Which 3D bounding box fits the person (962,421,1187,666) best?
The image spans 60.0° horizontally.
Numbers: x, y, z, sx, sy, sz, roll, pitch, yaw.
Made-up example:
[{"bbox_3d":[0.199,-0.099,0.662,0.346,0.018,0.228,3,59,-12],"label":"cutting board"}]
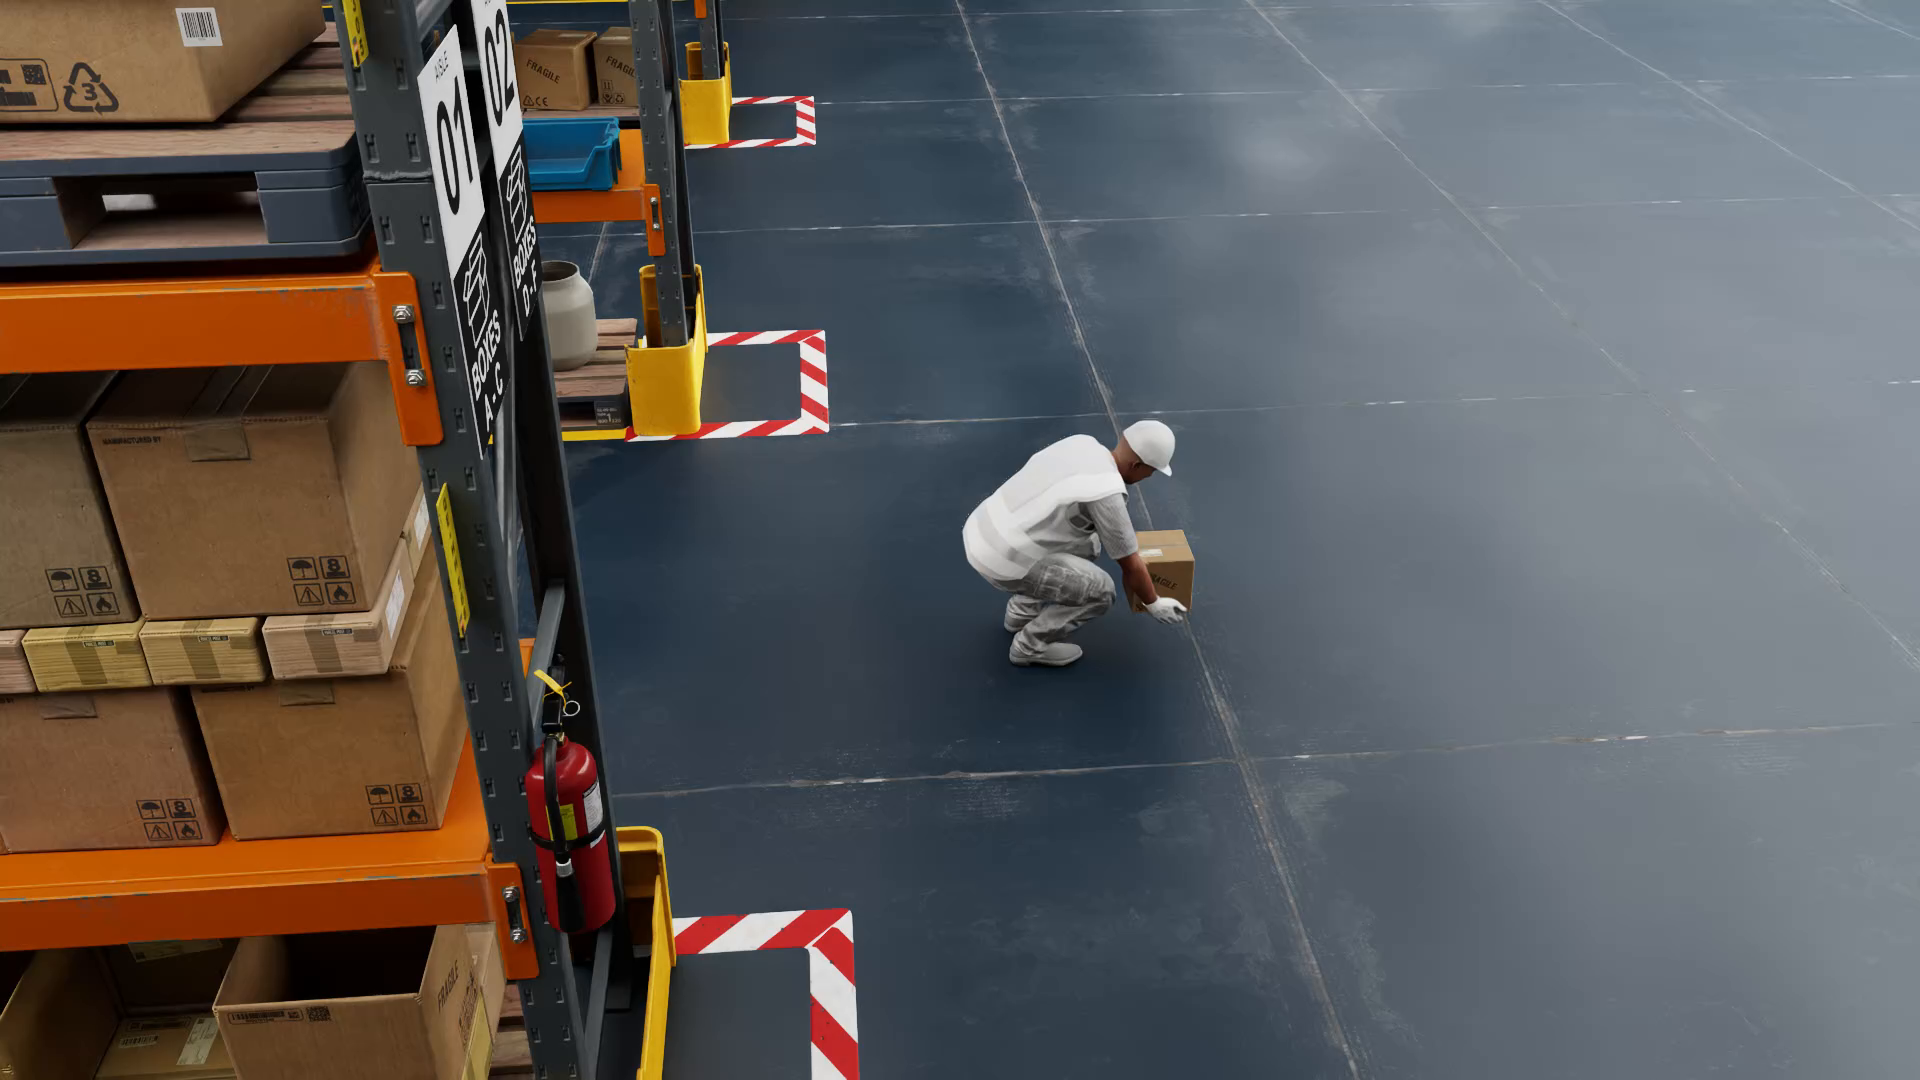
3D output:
[{"bbox_3d":[0.472,-0.014,6.903,0.918,1.005,0.578,-2,31,-4],"label":"person"}]
